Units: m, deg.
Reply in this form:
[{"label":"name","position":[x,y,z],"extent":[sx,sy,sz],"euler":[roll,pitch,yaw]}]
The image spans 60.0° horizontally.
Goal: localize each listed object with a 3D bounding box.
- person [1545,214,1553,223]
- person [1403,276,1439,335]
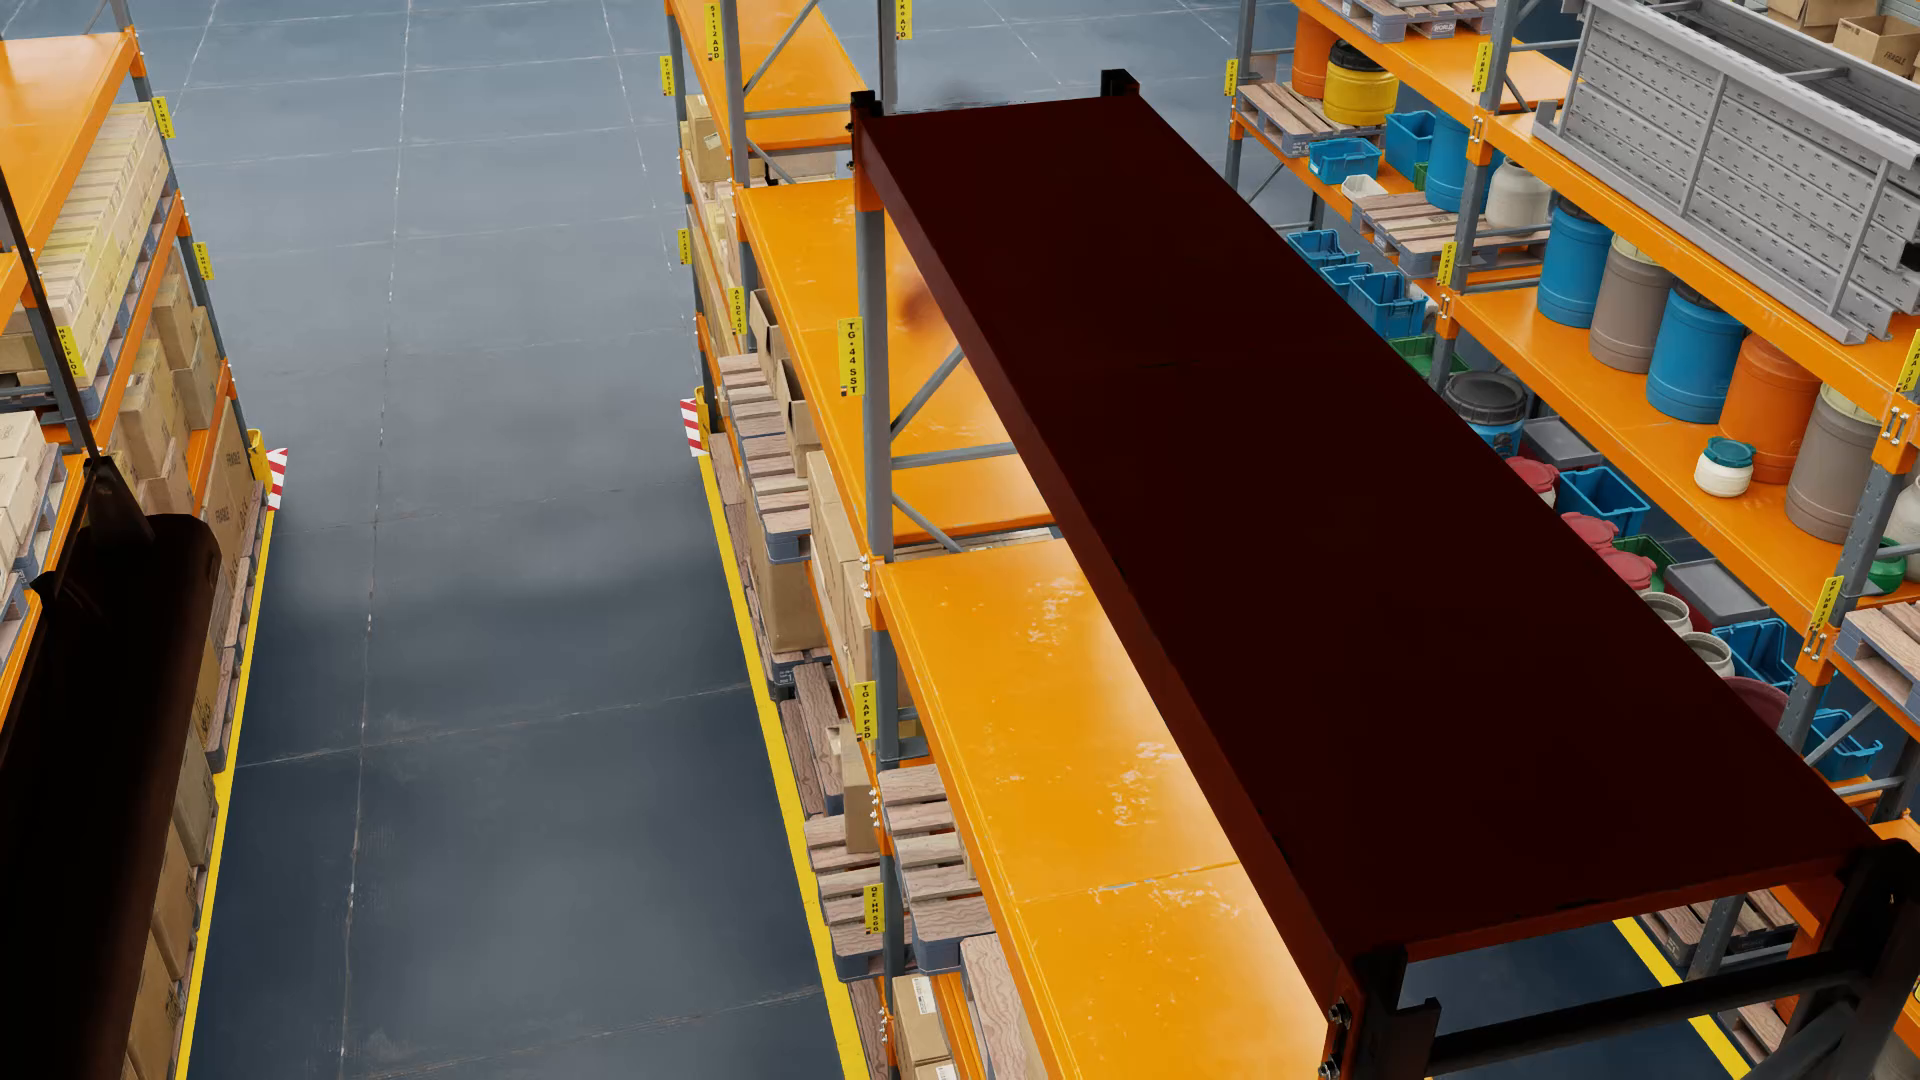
[{"label":"person","position":[6.413,-3.990,18.453],"extent":[0.611,1.654,0.609],"euler":[7,35,11]},{"label":"person","position":[4.476,-2.299,15.962],"extent":[0.681,1.740,0.607],"euler":[-9,35,-12]}]
